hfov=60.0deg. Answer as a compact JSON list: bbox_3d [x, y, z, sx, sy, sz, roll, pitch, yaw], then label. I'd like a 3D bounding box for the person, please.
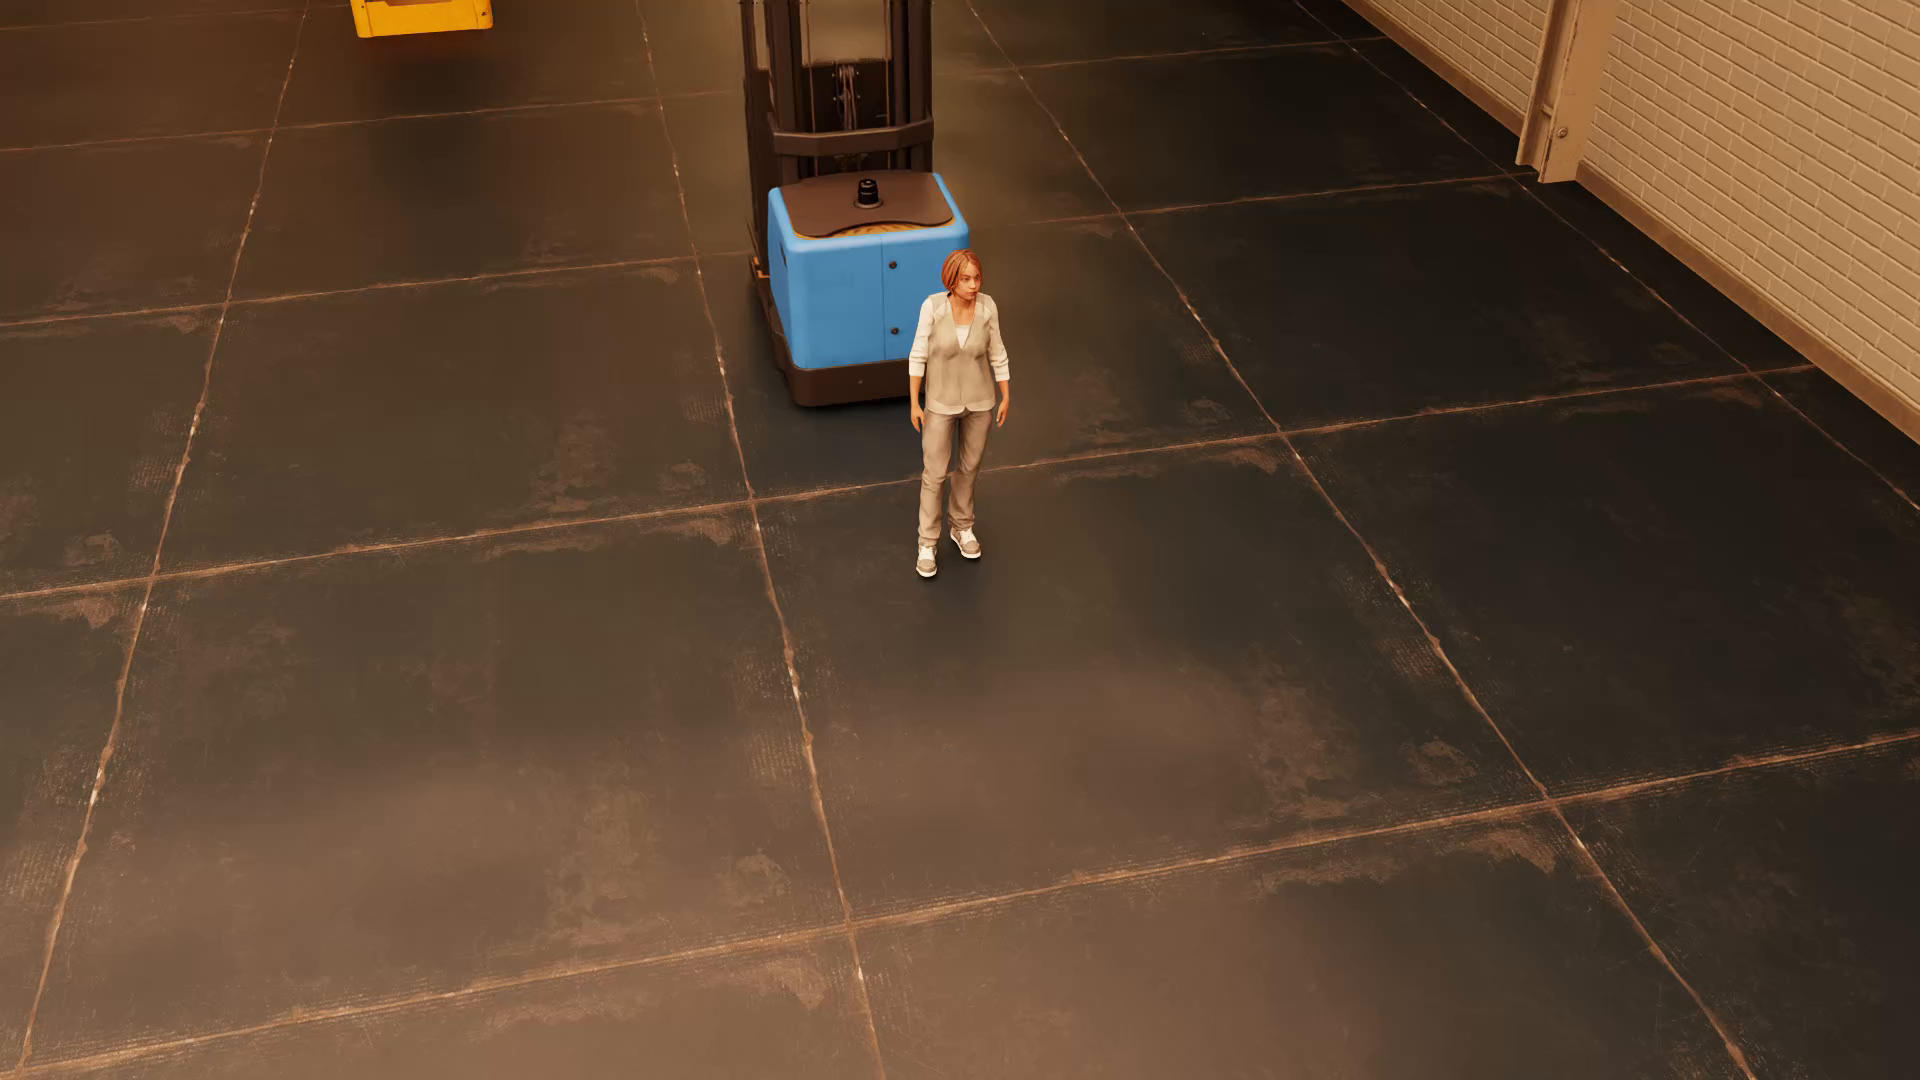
[{"bbox_3d":[0.004,-0.610,8.027,0.521,1.599,0.473,-8,36,-11],"label":"person"}]

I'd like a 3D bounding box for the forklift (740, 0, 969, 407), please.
[{"bbox_3d":[-0.763,-2.809,9.954,1.130,2.935,3.031,-8,36,-11],"label":"forklift"}]
